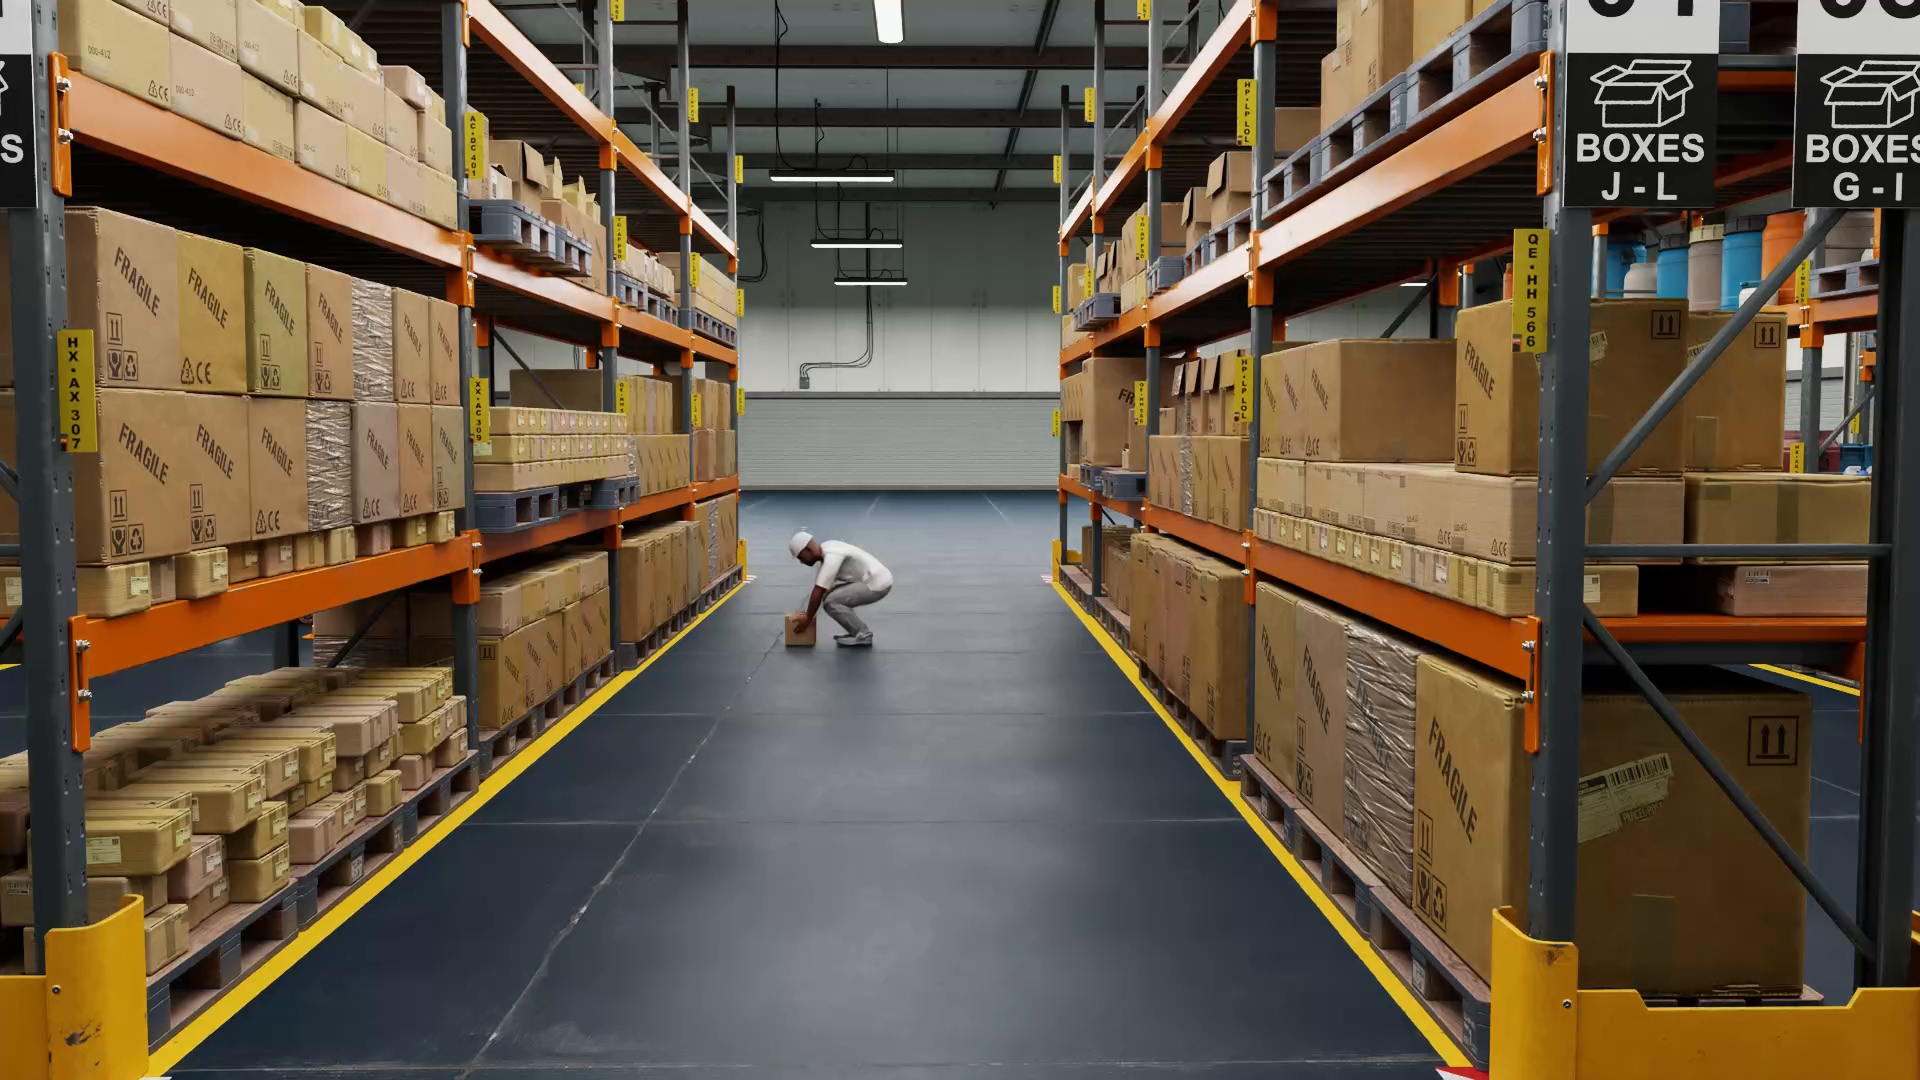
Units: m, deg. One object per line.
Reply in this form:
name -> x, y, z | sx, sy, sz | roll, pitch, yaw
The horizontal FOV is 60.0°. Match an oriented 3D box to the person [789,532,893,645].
person -> -1.020, 0.415, 14.319 | 0.894, 0.975, 0.580 | 0, 4, -2
